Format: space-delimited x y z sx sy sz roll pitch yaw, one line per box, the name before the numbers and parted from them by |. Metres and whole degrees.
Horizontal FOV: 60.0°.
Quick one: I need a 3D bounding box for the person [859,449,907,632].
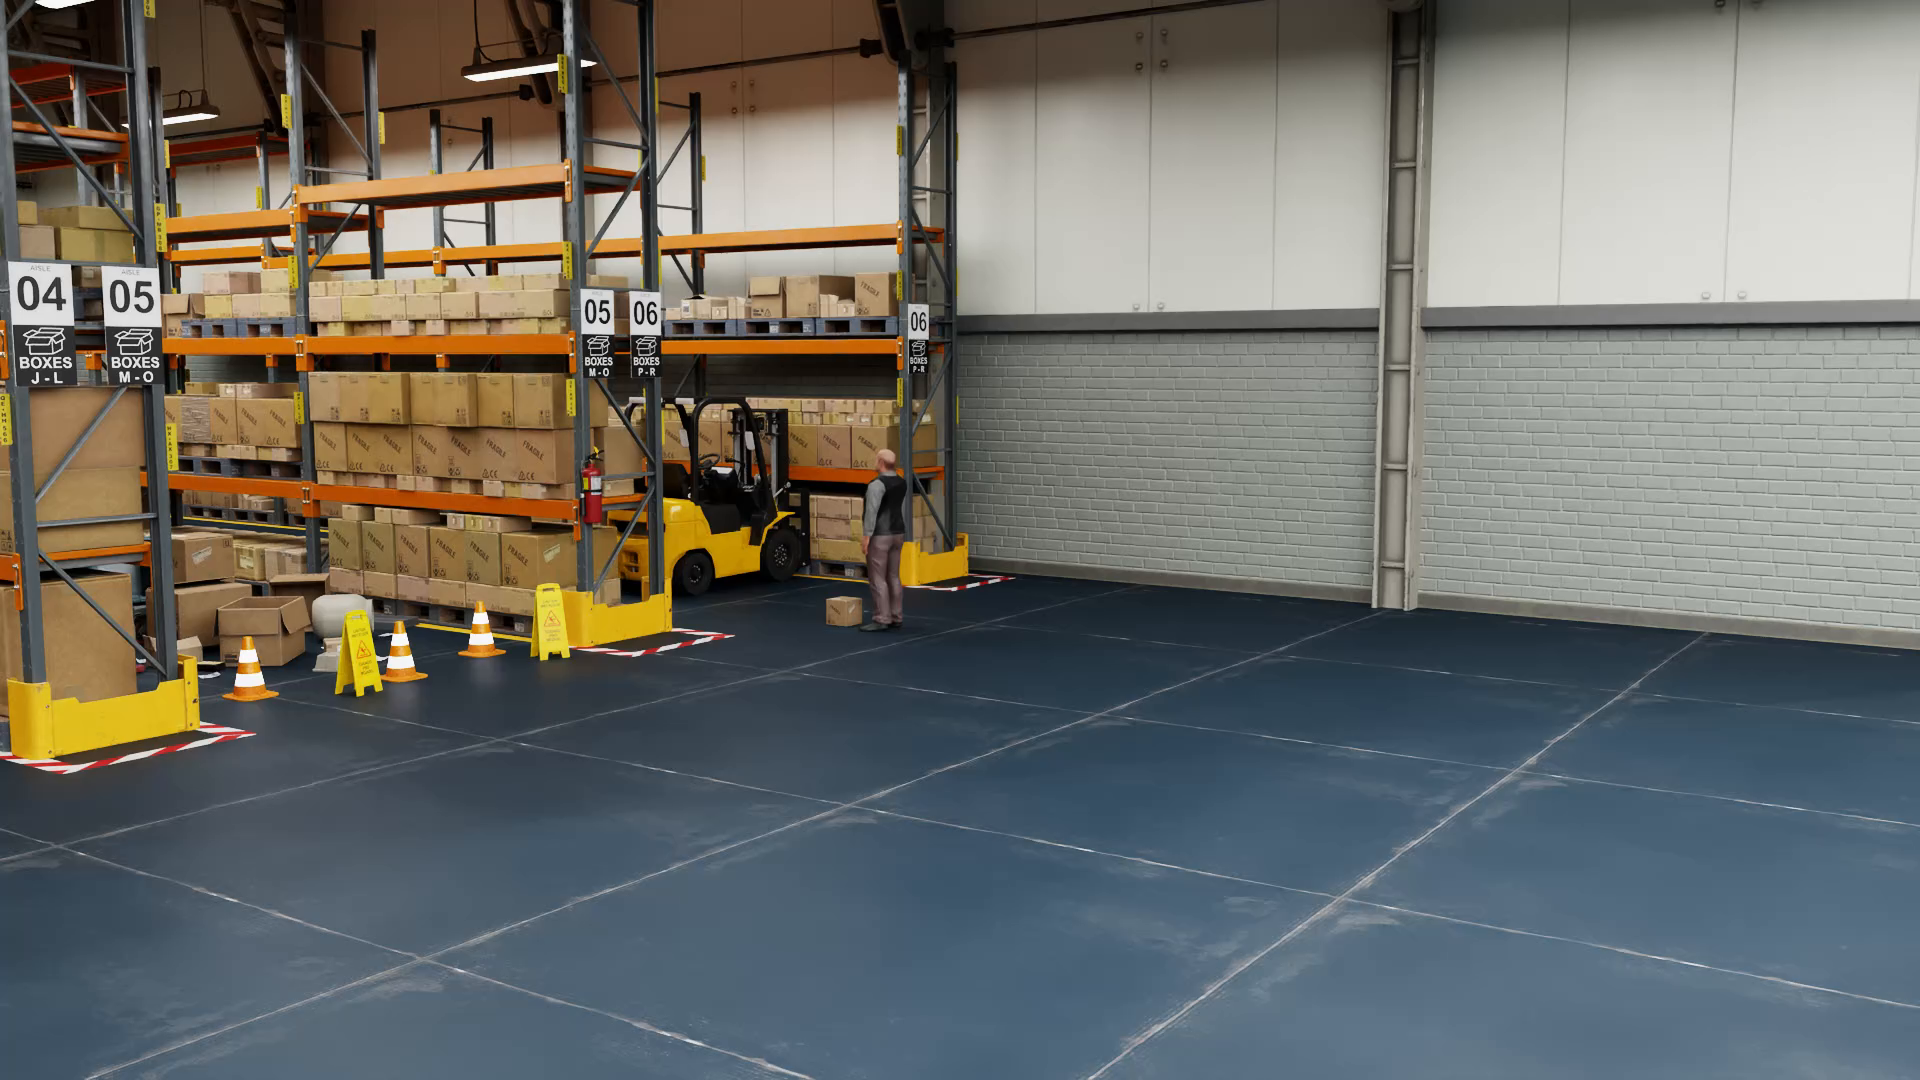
person | -0.740 0.003 15.908 0.355 1.743 0.539 4 8 35
